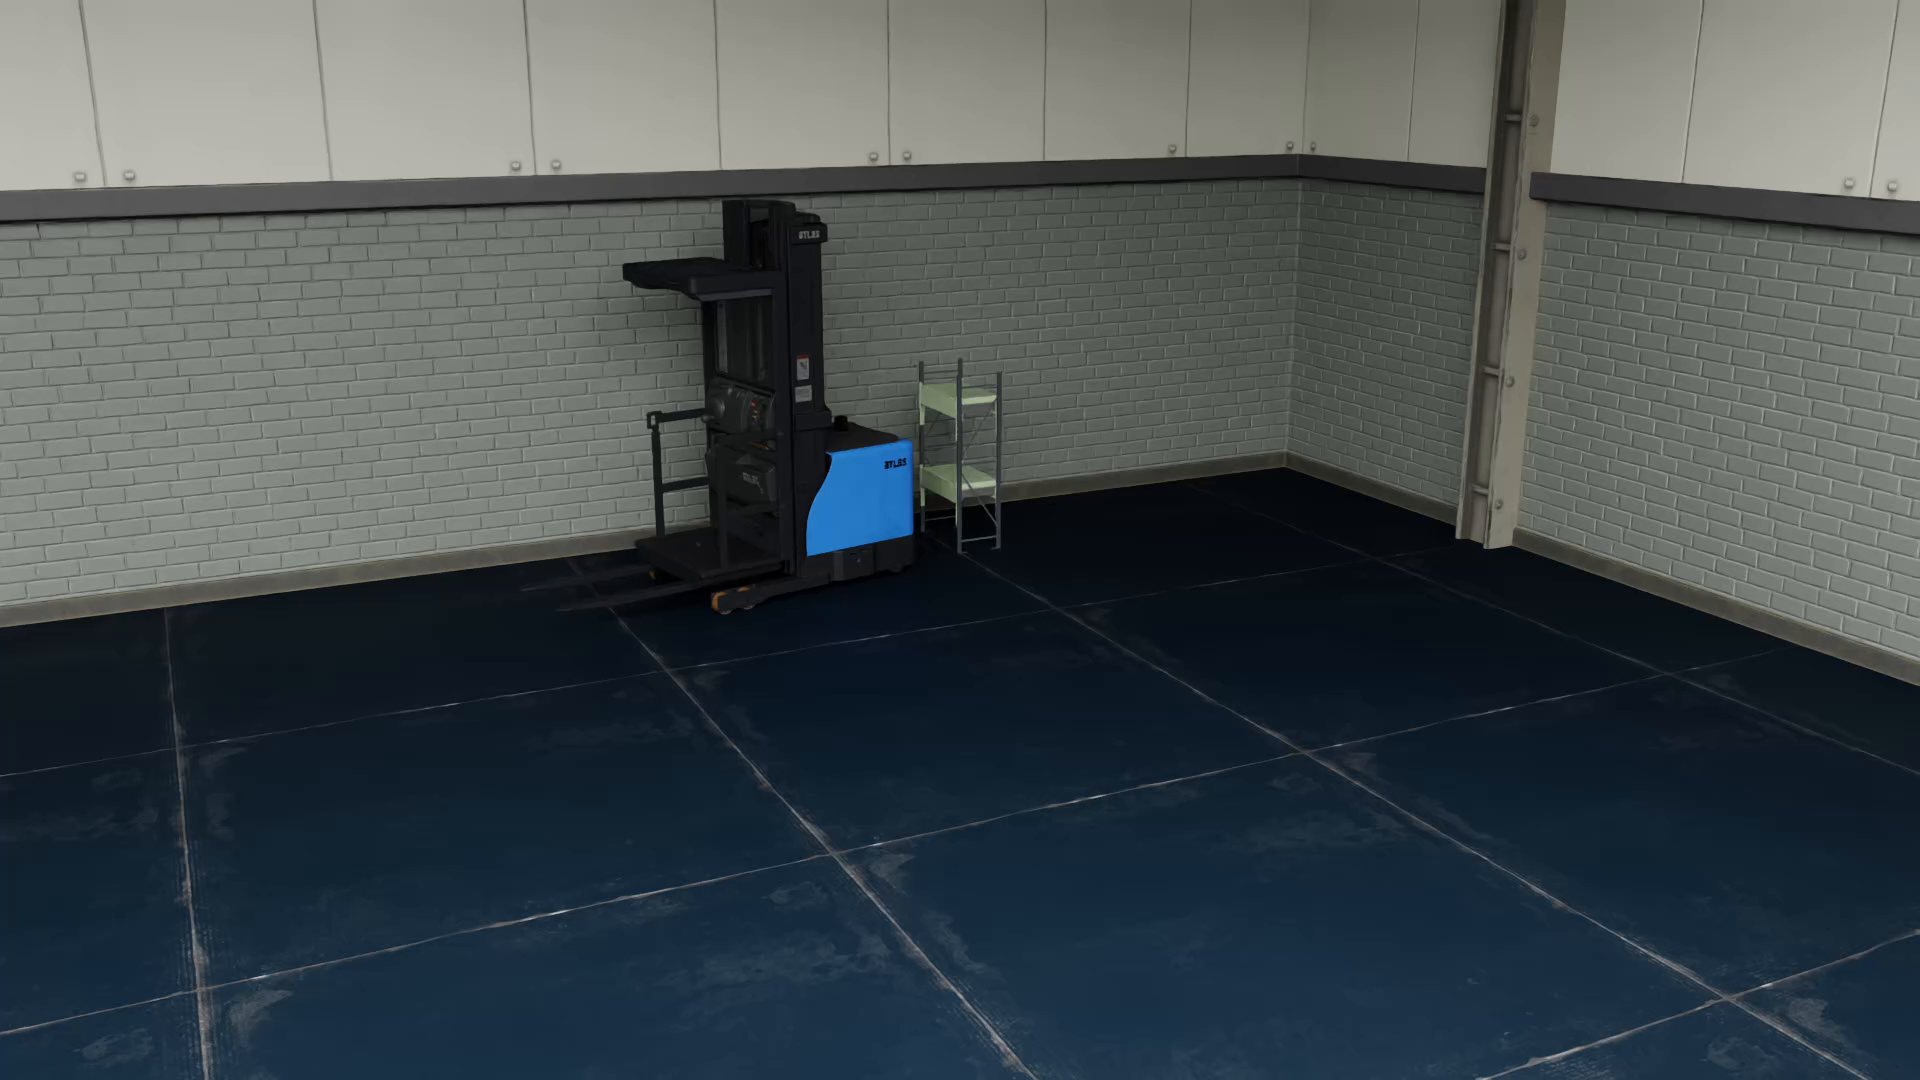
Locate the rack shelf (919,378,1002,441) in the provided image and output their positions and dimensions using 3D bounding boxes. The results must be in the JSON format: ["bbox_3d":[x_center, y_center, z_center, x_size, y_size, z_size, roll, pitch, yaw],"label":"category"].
[{"bbox_3d":[-0.003,-1.098,13.942,0.431,0.370,0.720,-8,18,-25],"label":"rack shelf"}]

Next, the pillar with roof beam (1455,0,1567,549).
[{"bbox_3d":[0.613,-3.794,11.158,9.100,9.000,0.400,-8,18,-25],"label":"pillar with roof beam"}]

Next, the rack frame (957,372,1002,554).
[{"bbox_3d":[0.157,-0.632,13.733,0.400,1.500,0.023,-8,18,-25],"label":"rack frame"}]

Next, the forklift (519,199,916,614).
[{"bbox_3d":[-1.833,-1.021,12.496,3.031,2.935,1.130,-12,20,-36],"label":"forklift"}]

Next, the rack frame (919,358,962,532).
[{"bbox_3d":[-0.163,-0.813,14.366,0.400,1.500,0.023,-8,18,-25],"label":"rack frame"}]

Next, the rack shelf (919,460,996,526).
[{"bbox_3d":[-0.003,-0.409,14.139,0.431,0.370,0.720,-8,18,-25],"label":"rack shelf"}]

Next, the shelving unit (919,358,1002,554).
[{"bbox_3d":[-0.003,-0.723,14.050,0.431,1.500,0.755,-8,18,-25],"label":"shelving unit"}]
